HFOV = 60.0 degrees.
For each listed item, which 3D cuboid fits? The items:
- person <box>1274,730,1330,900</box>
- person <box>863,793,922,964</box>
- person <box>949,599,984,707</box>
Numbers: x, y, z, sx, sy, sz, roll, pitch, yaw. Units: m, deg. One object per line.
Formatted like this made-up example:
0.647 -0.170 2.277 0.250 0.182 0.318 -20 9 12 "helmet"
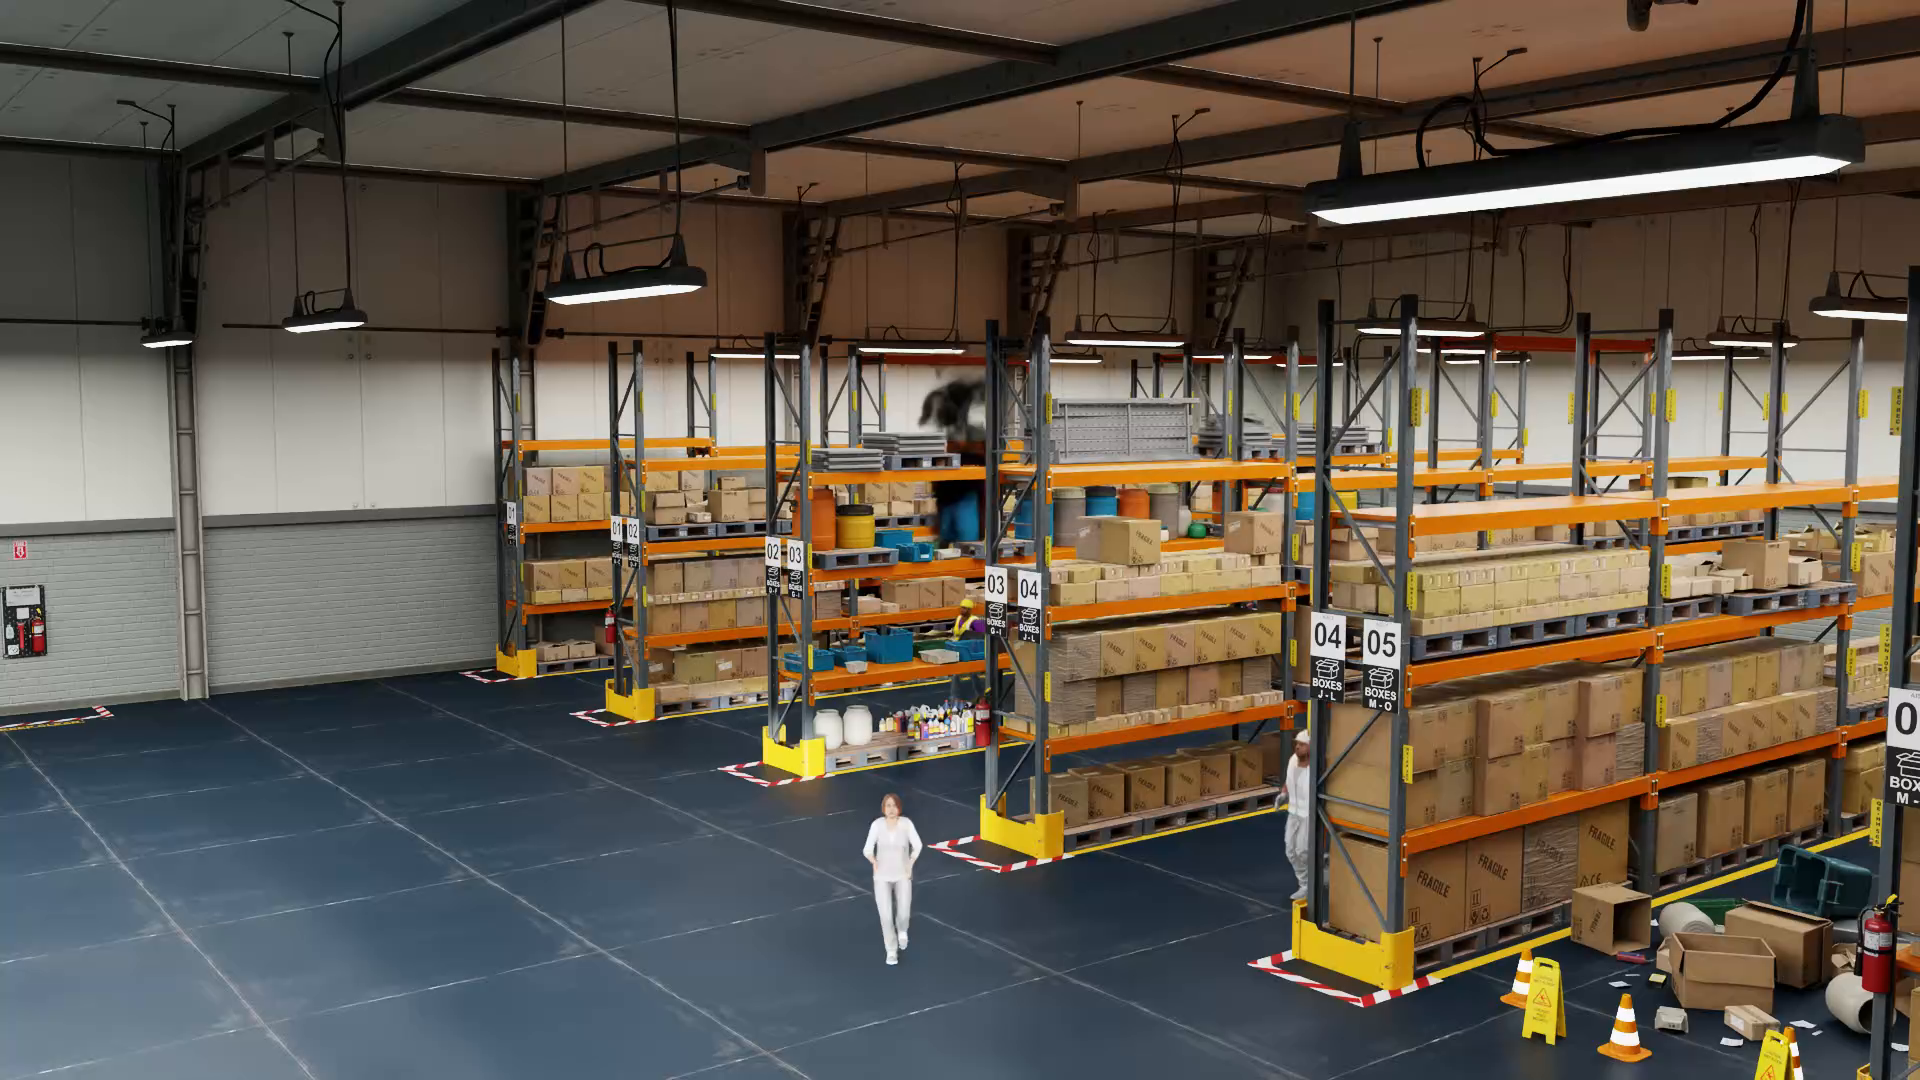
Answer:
3.574 2.805 17.054 0.613 1.737 0.690 -3 6 -33 "person"
-0.613 3.067 15.076 0.531 1.552 0.555 0 5 -1 "person"
0.100 1.867 27.339 0.685 1.804 0.805 4 6 38 "person"
